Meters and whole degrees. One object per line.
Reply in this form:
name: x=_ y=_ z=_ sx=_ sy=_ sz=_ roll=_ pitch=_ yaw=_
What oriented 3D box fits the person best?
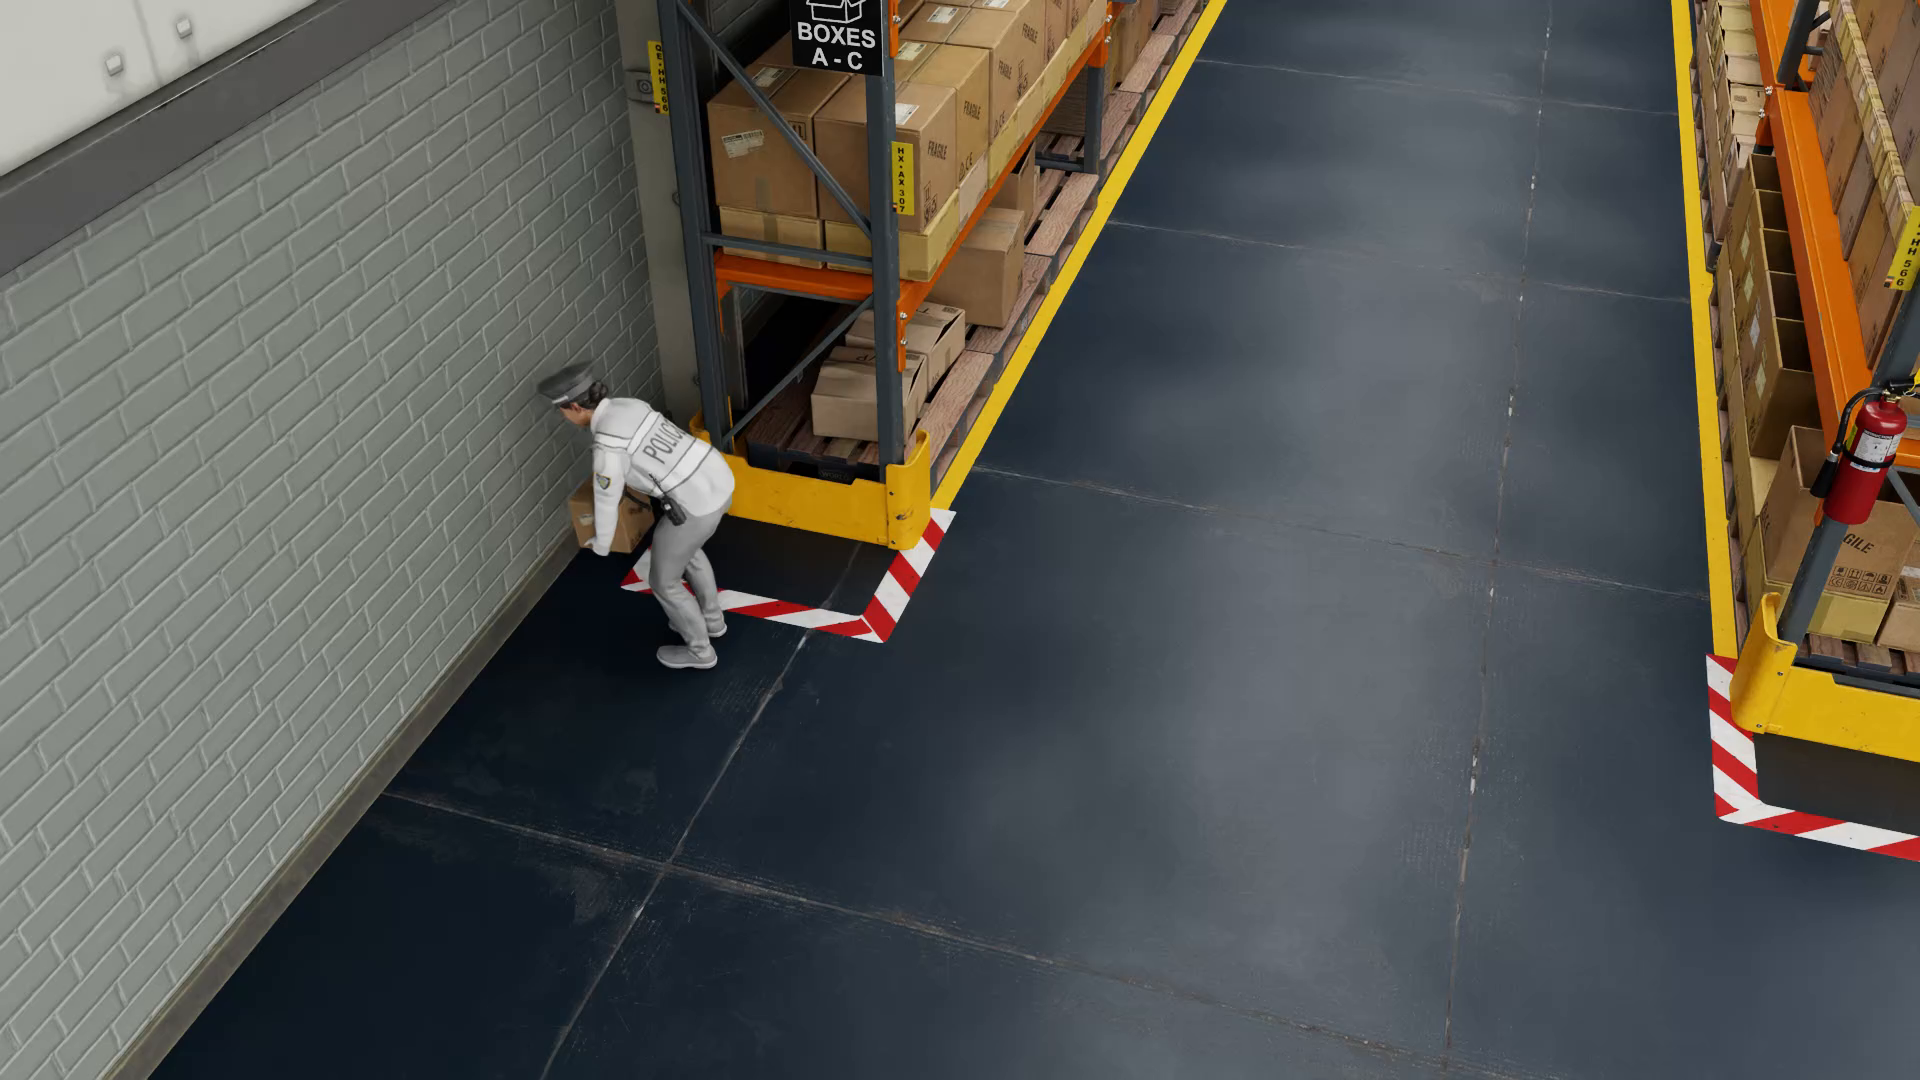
person: x=-1.364 y=-0.108 z=7.227 sx=0.795 sy=1.434 sz=0.410 roll=10 pitch=38 yaw=13
